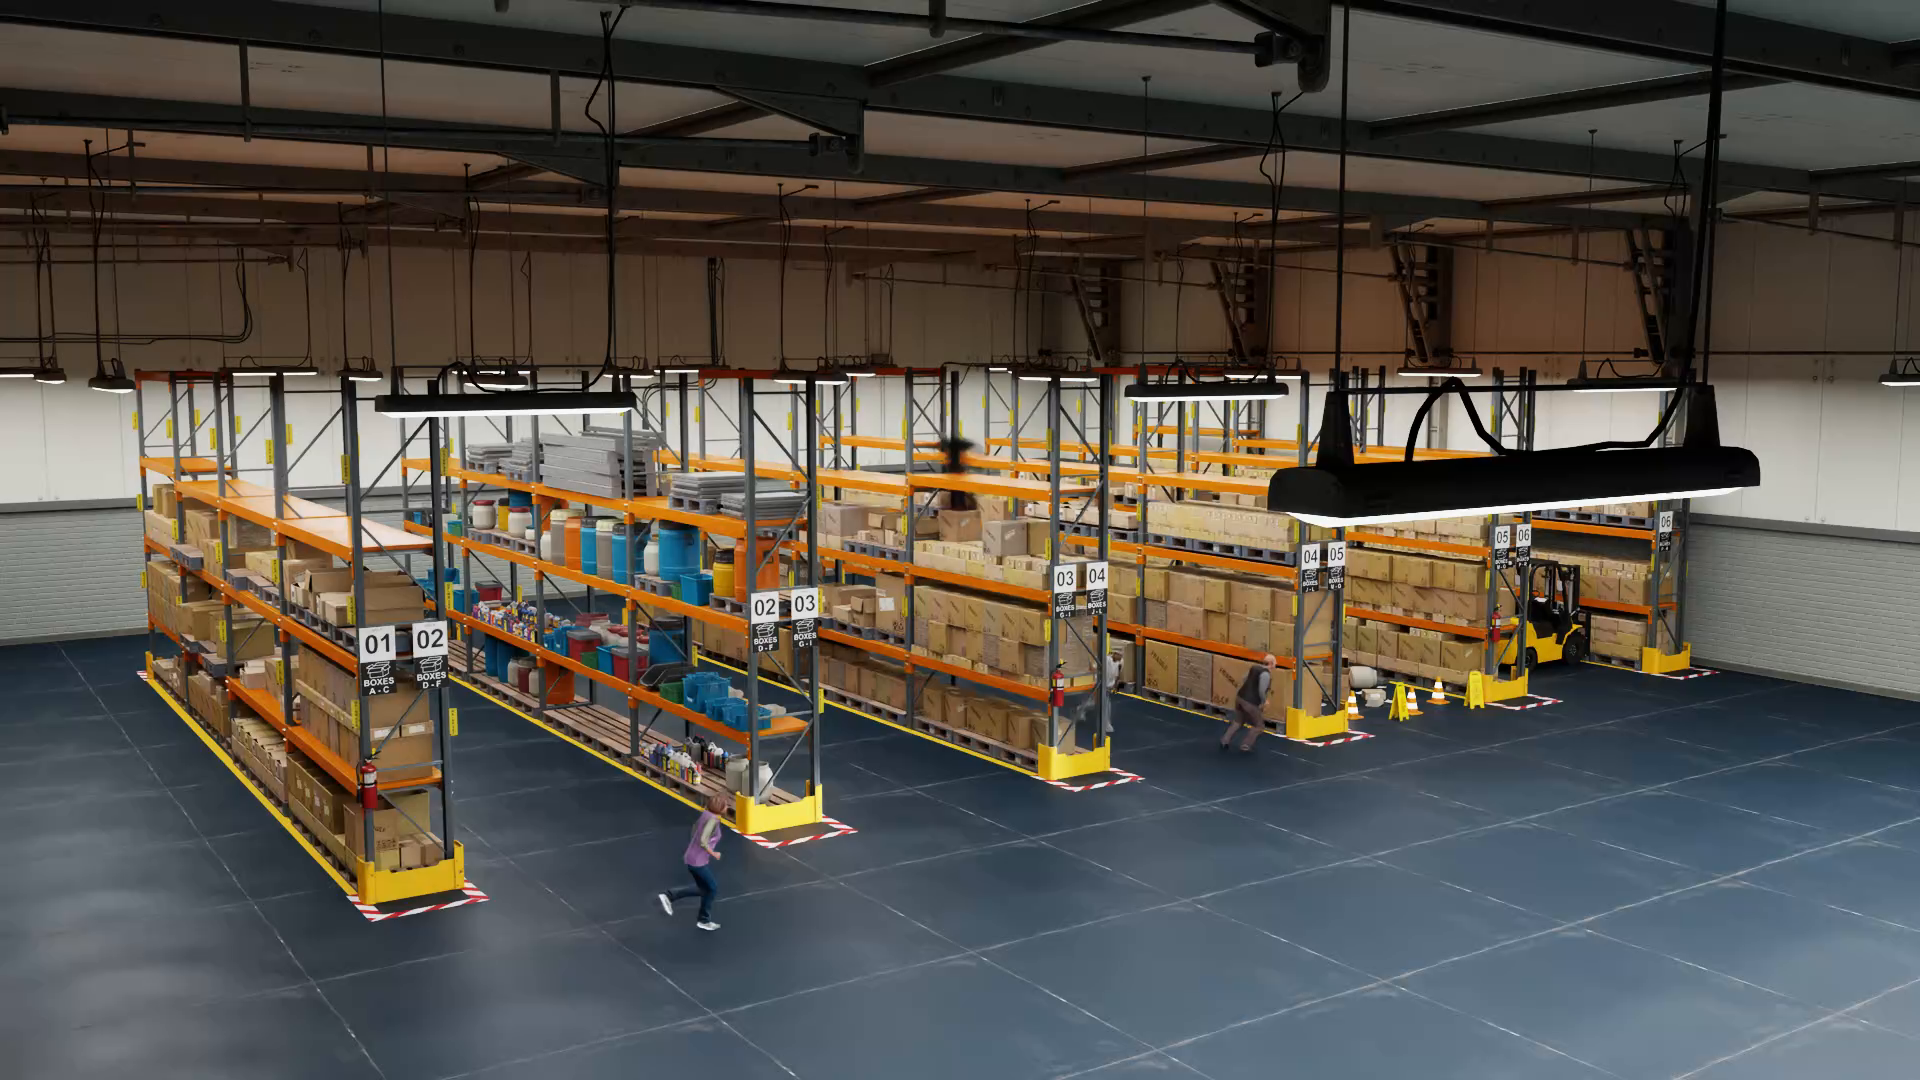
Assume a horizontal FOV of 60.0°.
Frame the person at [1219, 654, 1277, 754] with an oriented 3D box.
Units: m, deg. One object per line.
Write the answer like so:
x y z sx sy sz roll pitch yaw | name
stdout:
4.559 2.590 26.255 0.838 1.580 0.686 -2 7 -21 | person

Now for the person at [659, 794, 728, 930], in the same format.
-2.909 3.557 18.172 0.769 1.529 0.534 -1 6 -7 | person

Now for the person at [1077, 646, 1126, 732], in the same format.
2.378 2.455 27.995 0.566 1.479 1.058 -5 8 -36 | person
